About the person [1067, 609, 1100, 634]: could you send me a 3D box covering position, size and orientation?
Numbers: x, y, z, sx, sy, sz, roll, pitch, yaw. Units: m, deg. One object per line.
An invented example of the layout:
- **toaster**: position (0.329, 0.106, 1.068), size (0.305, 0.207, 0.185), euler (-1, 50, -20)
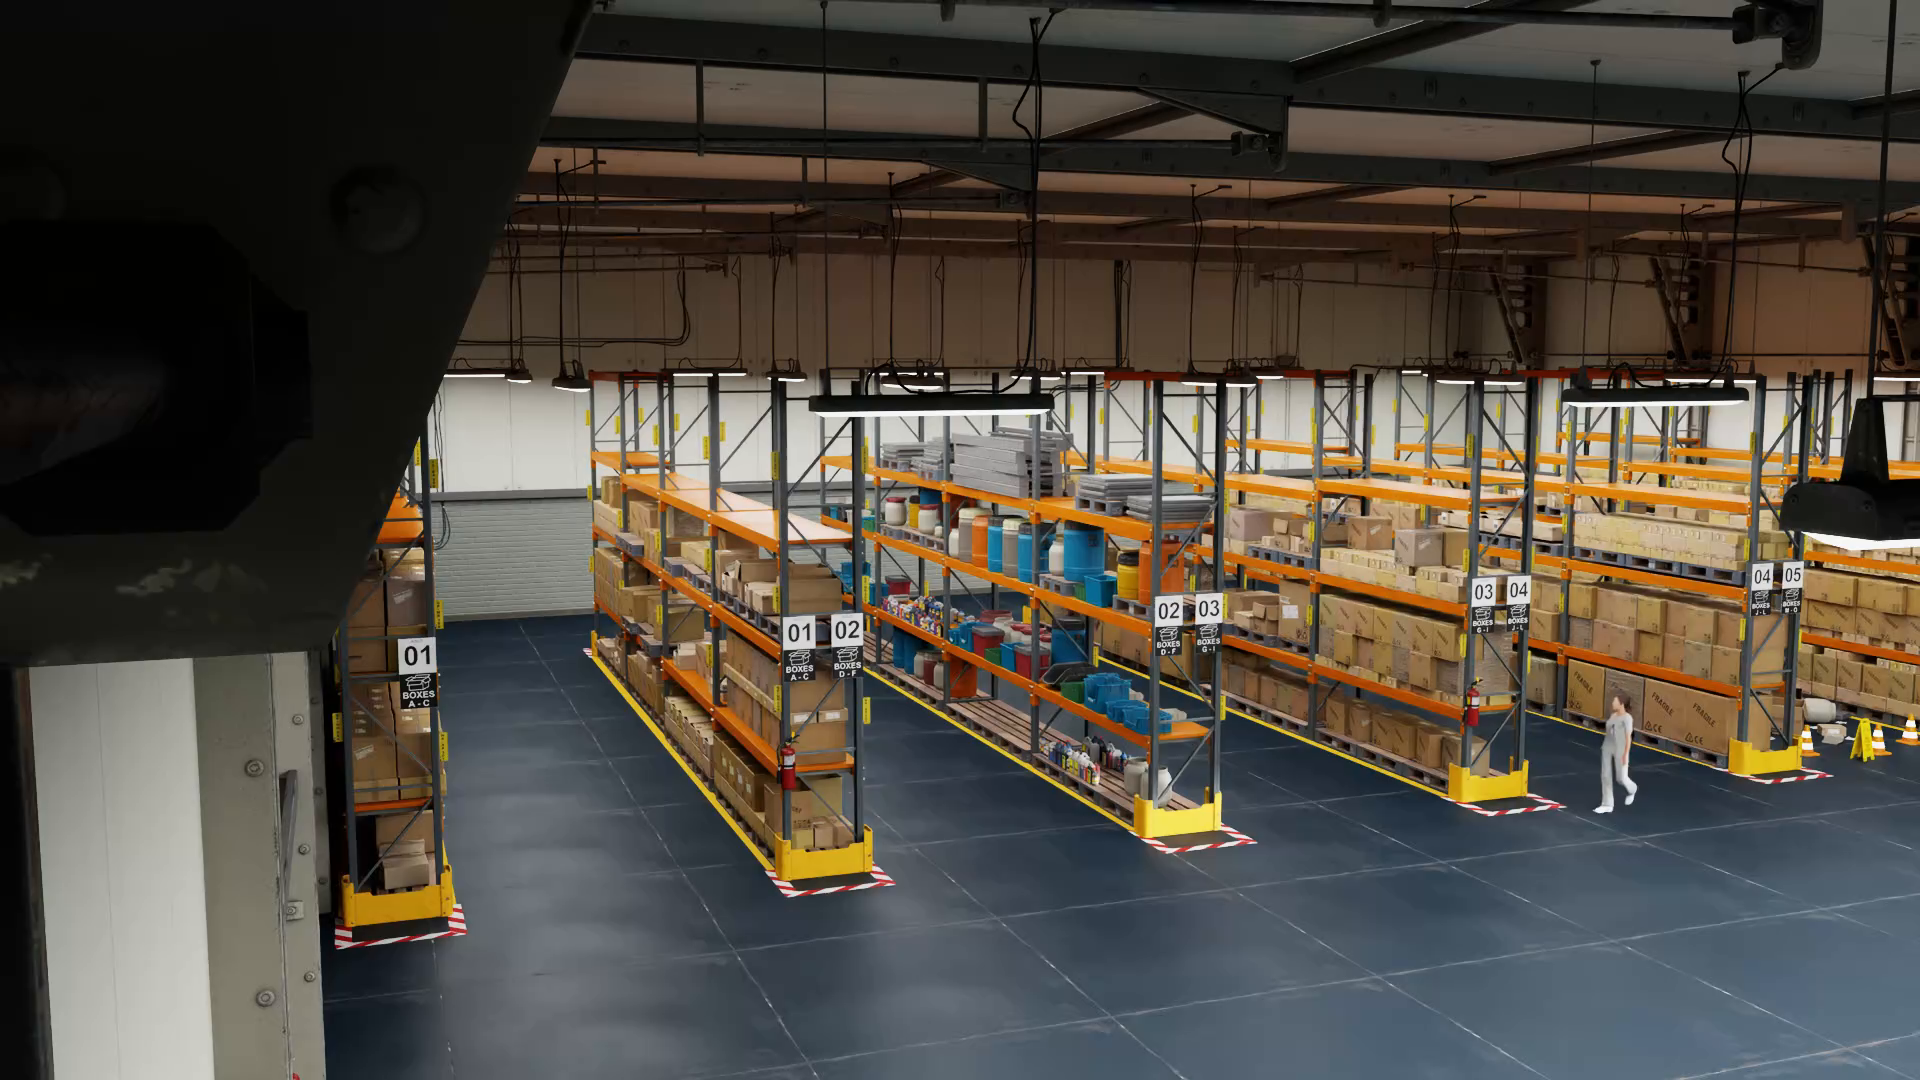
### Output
- **person**: position (2.427, 1.877, 32.538), size (0.574, 1.805, 0.947), euler (-2, 7, -16)

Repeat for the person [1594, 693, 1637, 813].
- **person**: position (9.110, 2.938, 23.008), size (0.438, 1.654, 0.691), euler (6, 9, 43)
